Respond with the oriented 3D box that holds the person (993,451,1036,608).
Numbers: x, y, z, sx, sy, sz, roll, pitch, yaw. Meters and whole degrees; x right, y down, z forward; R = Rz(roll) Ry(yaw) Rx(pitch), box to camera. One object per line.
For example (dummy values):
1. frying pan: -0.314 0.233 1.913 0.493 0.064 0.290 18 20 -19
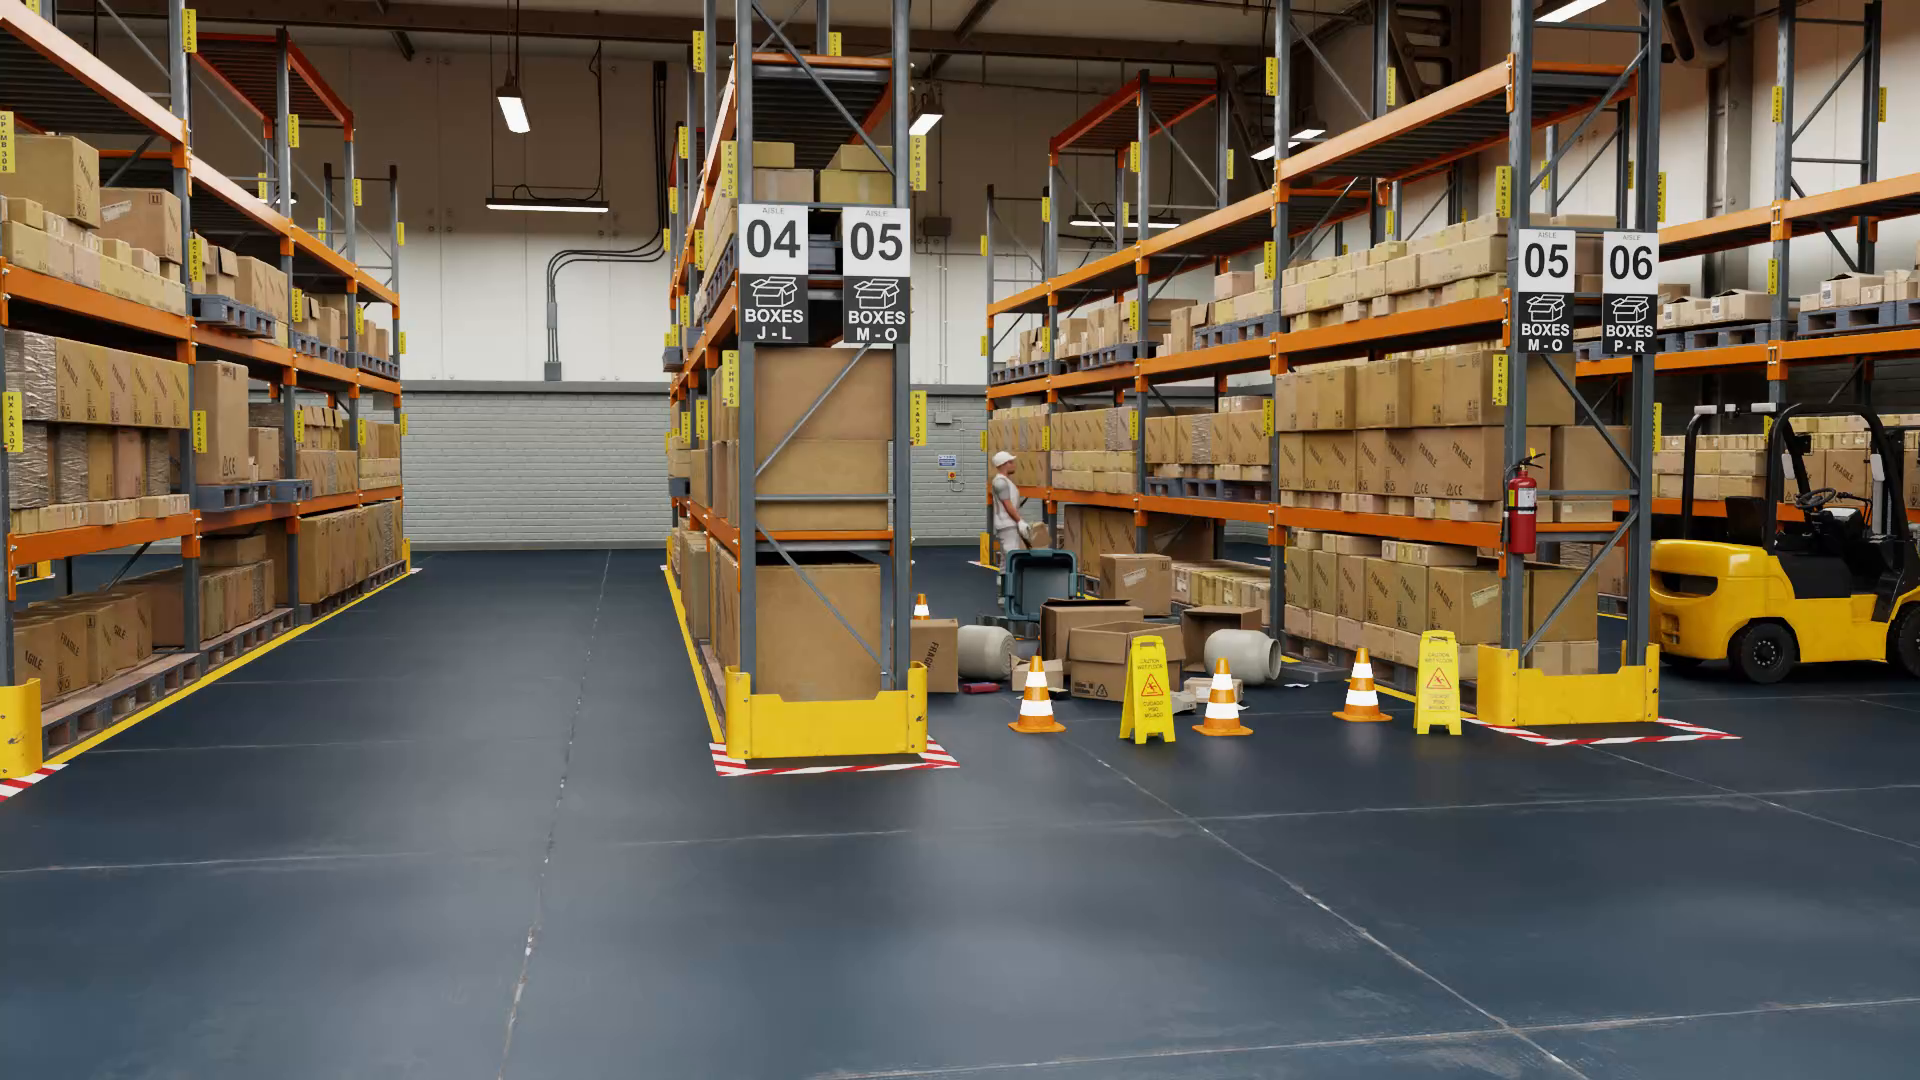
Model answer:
1. person: 0.646 -0.106 18.783 0.581 1.794 0.610 1 3 17
